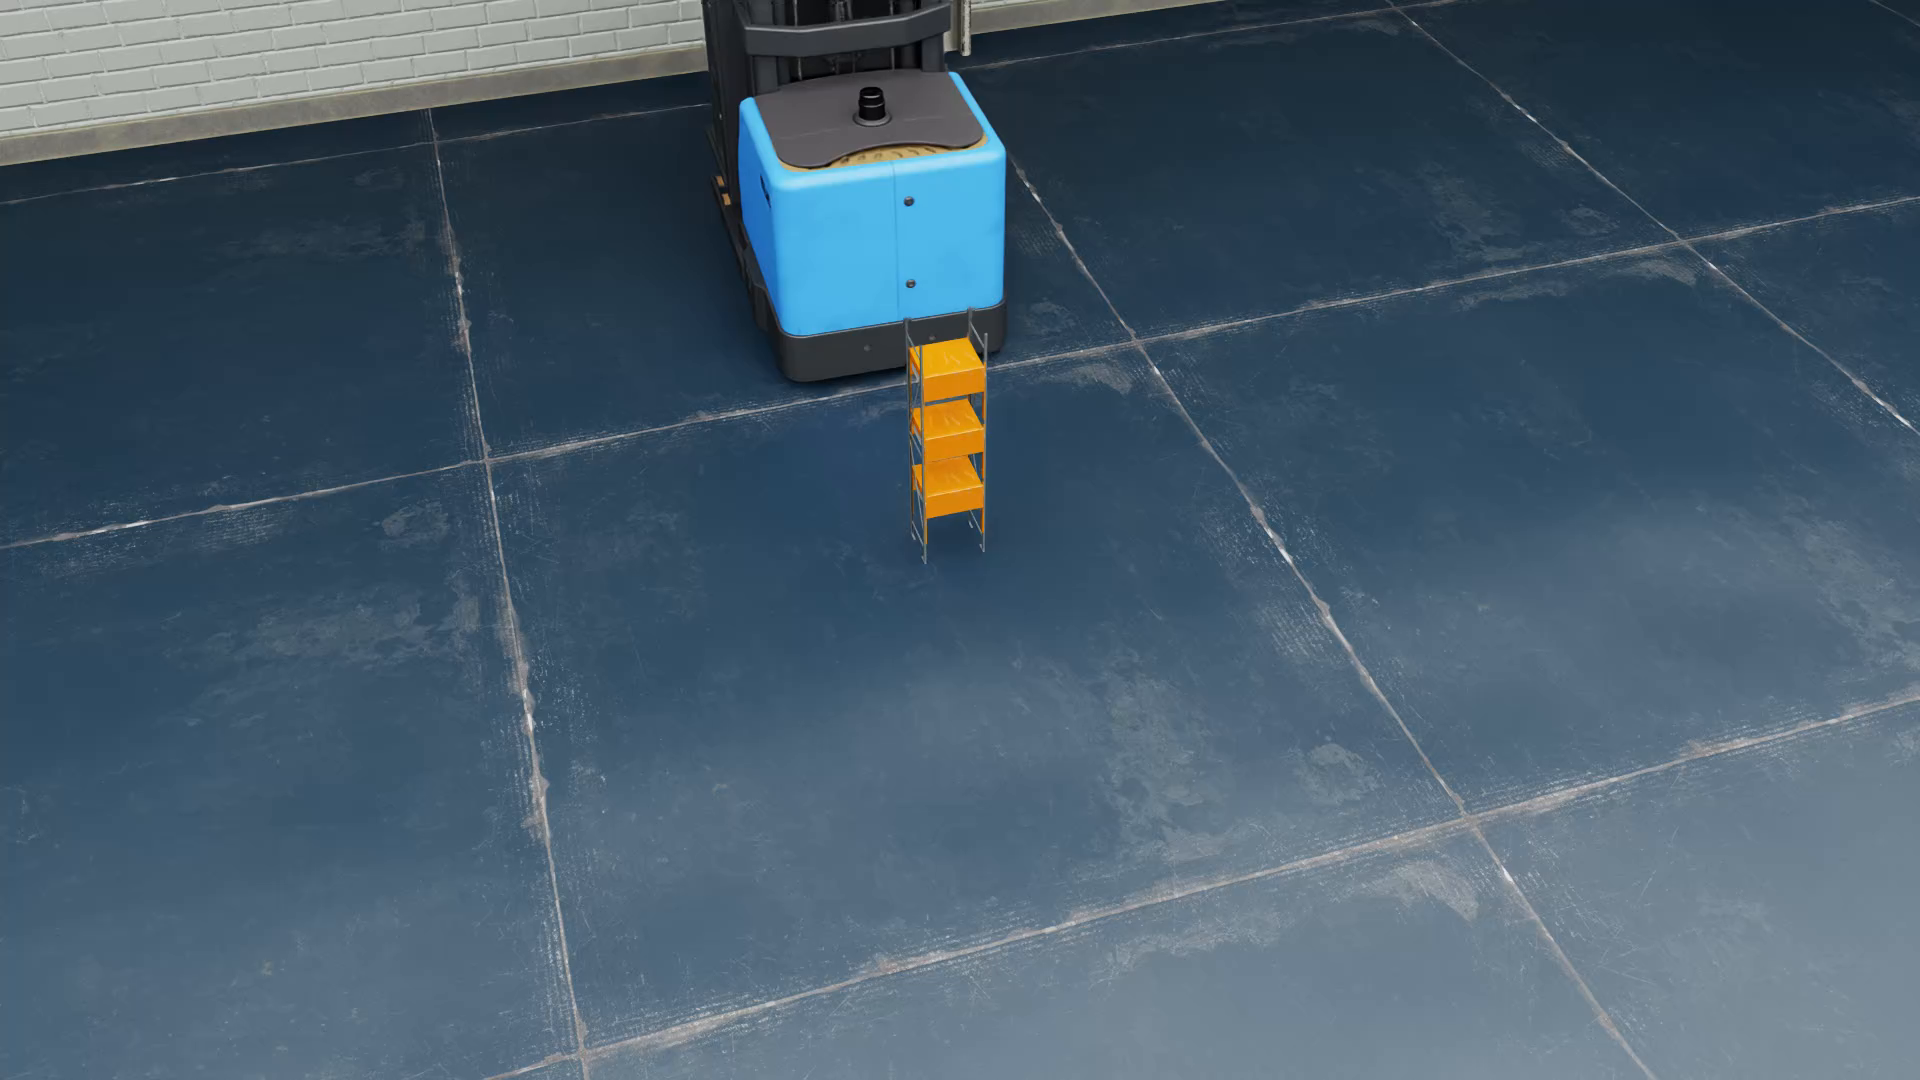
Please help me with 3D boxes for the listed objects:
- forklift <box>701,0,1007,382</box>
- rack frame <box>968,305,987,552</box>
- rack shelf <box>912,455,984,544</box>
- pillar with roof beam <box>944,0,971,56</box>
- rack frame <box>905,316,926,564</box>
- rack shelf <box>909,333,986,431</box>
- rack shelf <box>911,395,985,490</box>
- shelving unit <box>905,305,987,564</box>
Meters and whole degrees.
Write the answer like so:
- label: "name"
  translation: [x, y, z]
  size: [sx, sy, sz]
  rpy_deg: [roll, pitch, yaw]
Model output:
- label: "forklift"
  translation: [-0.681, -2.793, 7.719]
  size: [1.130, 2.935, 3.031]
  rpy_deg: [-11, 42, -12]
- label: "rack frame"
  translation: [0.065, -0.409, 6.420]
  size: [0.008, 1.050, 0.200]
  rpy_deg: [-12, 42, -13]
- label: "rack shelf"
  translation: [-0.051, -0.168, 6.582]
  size: [0.240, 0.259, 0.215]
  rpy_deg: [-12, 42, -13]
- label: "pillar with roof beam"
  translation: [1.126, -3.702, 4.148]
  size: [0.400, 9.000, 9.100]
  rpy_deg: [-12, 42, -13]
- label: "rack frame"
  translation: [-0.167, -0.361, 6.365]
  size: [0.008, 1.050, 0.200]
  rpy_deg: [-12, 42, -13]
- label: "rack shelf"
  translation: [-0.051, -0.591, 6.213]
  size: [0.240, 0.259, 0.215]
  rpy_deg: [-12, 42, -13]
- label: "rack shelf"
  translation: [-0.051, -0.377, 6.399]
  size: [0.240, 0.259, 0.215]
  rpy_deg: [-12, 42, -13]
- label: "shelving unit"
  translation: [-0.051, -0.385, 6.392]
  size: [0.252, 1.050, 0.215]
  rpy_deg: [-12, 42, -13]
